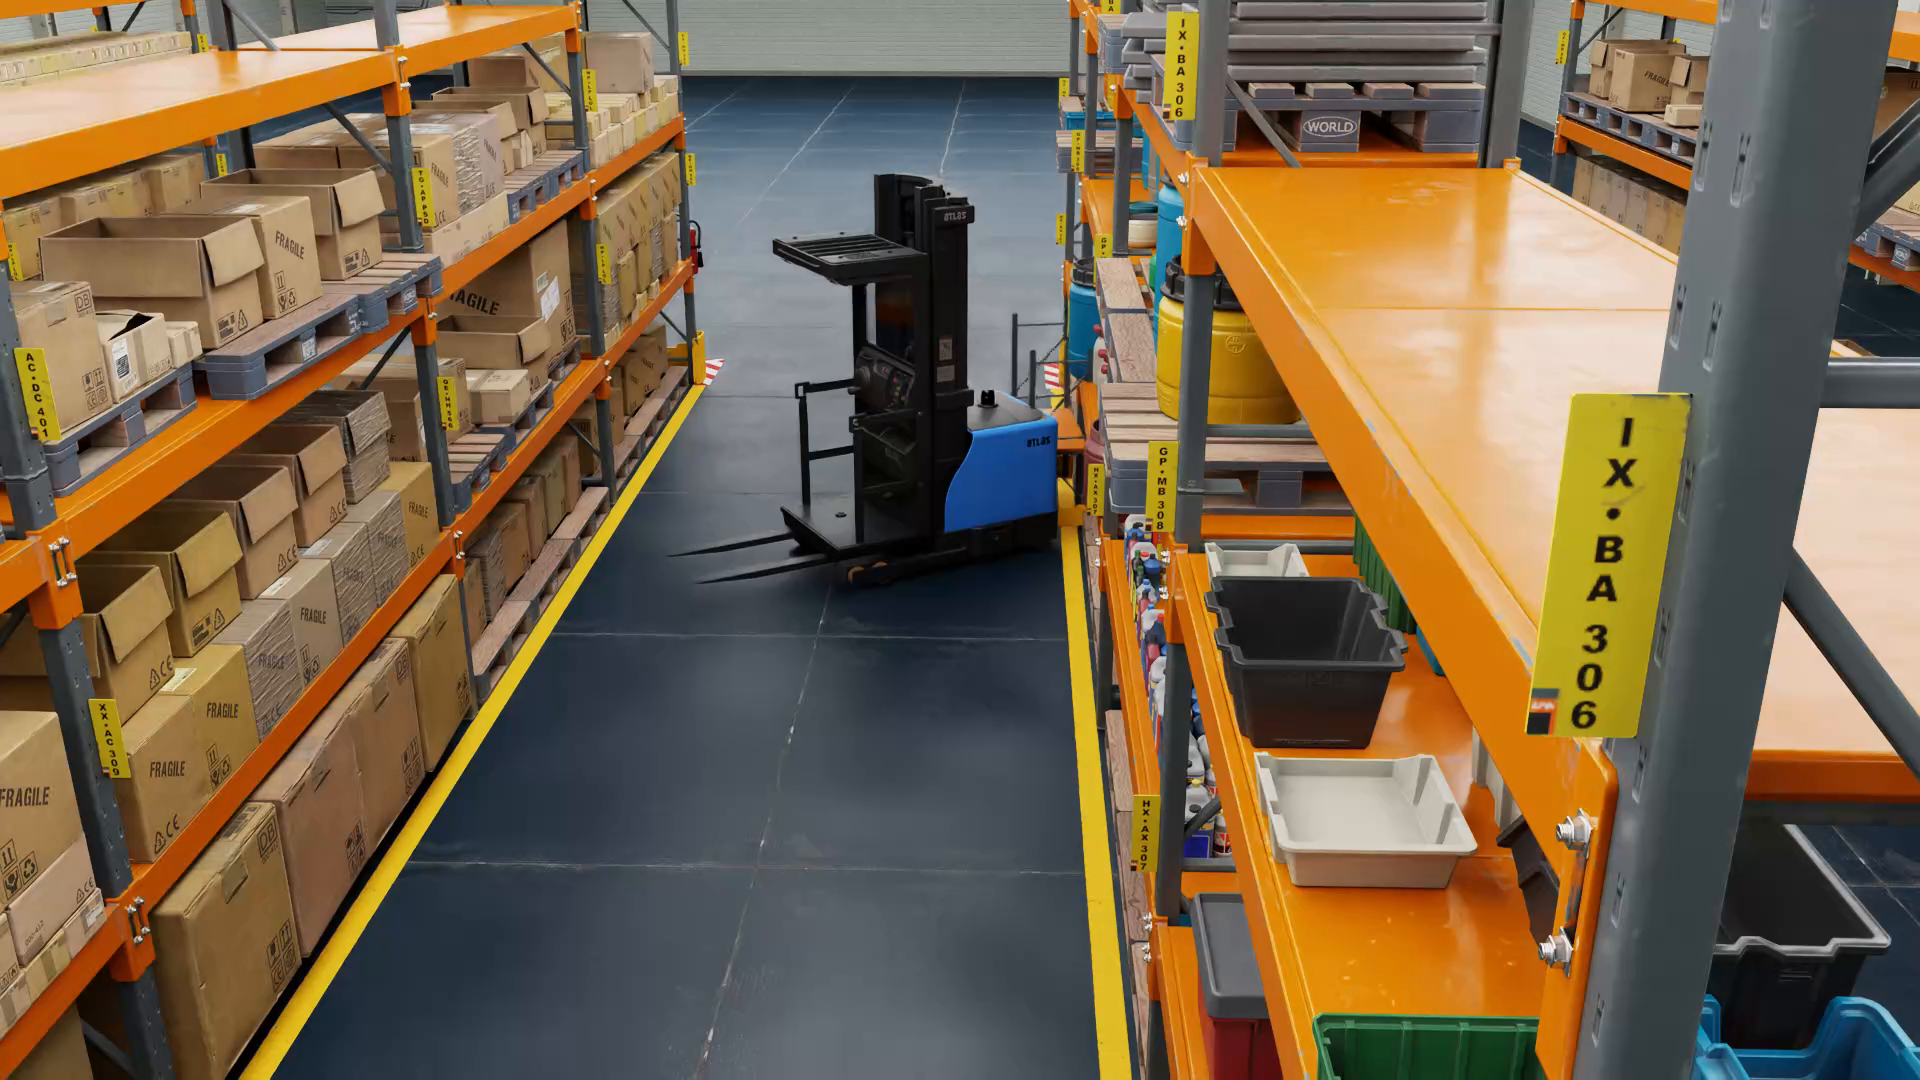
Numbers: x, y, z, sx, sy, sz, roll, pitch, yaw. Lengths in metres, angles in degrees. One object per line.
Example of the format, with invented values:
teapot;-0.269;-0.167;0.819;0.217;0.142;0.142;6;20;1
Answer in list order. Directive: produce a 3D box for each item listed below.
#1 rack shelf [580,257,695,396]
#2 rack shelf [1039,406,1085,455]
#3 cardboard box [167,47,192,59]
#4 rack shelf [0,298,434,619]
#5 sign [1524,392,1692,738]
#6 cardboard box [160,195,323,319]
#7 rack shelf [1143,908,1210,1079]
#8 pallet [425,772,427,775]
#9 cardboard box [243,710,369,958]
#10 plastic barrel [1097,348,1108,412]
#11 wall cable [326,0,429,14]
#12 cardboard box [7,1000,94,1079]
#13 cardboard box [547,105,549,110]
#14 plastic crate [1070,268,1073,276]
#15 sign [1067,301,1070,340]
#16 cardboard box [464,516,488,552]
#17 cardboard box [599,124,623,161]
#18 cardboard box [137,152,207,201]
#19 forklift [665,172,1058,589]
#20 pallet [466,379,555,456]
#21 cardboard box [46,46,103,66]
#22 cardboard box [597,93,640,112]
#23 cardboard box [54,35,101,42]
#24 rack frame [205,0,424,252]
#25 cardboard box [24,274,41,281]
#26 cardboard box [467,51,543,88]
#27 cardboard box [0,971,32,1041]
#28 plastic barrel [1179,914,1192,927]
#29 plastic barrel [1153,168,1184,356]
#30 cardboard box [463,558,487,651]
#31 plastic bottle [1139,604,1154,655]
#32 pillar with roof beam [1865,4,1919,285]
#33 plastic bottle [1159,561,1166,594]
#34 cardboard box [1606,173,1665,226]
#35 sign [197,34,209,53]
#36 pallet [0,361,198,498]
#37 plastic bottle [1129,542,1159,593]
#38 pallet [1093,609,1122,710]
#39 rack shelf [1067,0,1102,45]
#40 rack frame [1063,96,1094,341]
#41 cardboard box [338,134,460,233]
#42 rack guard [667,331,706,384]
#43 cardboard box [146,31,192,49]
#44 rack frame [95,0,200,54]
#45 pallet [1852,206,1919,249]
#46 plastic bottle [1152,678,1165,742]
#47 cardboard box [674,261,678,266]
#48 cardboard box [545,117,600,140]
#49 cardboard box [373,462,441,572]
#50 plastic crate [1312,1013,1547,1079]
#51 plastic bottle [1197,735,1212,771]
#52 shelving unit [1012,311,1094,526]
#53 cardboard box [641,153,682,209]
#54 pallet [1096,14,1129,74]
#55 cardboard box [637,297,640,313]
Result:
rack shelf;-3.407;-2.107;15.806;1.077;0.370;4.000;1;21;2
rack shelf;0.748;-0.854;13.863;0.538;0.185;1.000;-3;24;-6
cardboard box;-8.036;-4.786;16.647;0.500;0.250;0.500;1;21;2
rack shelf;-3.650;-0.613;7.809;1.077;0.370;4.000;1;21;2
sign;0.567;0.028;1.463;0.100;0.325;0.005;1;21;2
cardboard box;-3.474;-1.379;8.071;0.500;0.500;0.500;2;21;5
rack shelf;1.179;2.287;4.484;1.077;0.370;4.000;1;21;2
pallet;-3.689;1.312;9.857;1.003;0.211;1.213;1;21;2
cardboard box;-3.685;1.414;8.096;1.225;0.875;0.875;0;21;0
plastic barrel;1.212;-1.119;12.078;0.433;0.535;0.433;0;21;0
wall cable;-16.811;-16.333;47.475;3.097;2.526;0.112;1;21;2
cardboard box;-3.811;2.206;6.053;0.875;0.875;0.875;1;21;2
cardboard box;-3.744;-3.641;14.276;0.380;0.149;0.250;0;21;0
plastic crate;1.256;-2.668;16.622;0.298;0.136;0.250;1;21;2
sign;0.933;-1.804;13.648;0.100;0.325;0.005;1;21;2
cardboard box;-3.593;-0.097;11.442;0.500;0.250;0.500;3;21;8
cardboard box;-3.187;-3.399;14.202;0.500;0.250;0.500;0;21;1
cardboard box;-8.351;-3.696;17.207;0.875;0.550;0.550;1;21;2
forklift;-0.758;-1.216;12.610;3.031;2.935;1.130;-11;24;-27
pallet;-3.570;-0.899;11.966;1.003;0.211;1.213;1;21;2
cardboard box;-8.025;-4.383;15.059;0.380;0.149;0.250;1;21;1
cardboard box;-3.144;-4.007;15.218;0.380;0.149;0.250;0;21;-1
cardboard box;-8.645;-4.852;16.265;0.380;0.149;0.250;0;21;1
rack frame;-3.590;-3.070;9.000;1.000;3.000;0.127;1;21;2
cardboard box;-8.423;-2.014;14.364;0.875;0.550;0.550;1;21;2
cardboard box;-3.709;-3.701;13.534;0.500;0.500;0.500;0;21;0
cardboard box;-3.409;1.590;5.631;0.380;0.149;0.250;0;21;1
plastic barrel;1.295;1.558;7.687;0.600;0.901;0.708;1;21;2
plastic barrel;1.139;-1.219;7.103;0.600;0.901;0.708;1;21;2
cardboard box;-3.589;0.445;11.083;0.700;0.500;0.500;0;21;-1
plastic bottle;0.959;0.454;8.390;0.097;0.271;0.097;0;21;0
pillar with roof beam;8.230;-7.753;21.070;9.100;9.000;0.400;1;21;2
plastic bottle;1.136;0.189;9.169;0.097;0.201;0.097;0;21;0
cardboard box;6.502;-3.146;15.559;0.700;0.500;0.500;1;21;2
sign;-7.759;-5.020;17.058;0.100;0.325;0.005;1;21;2
pallet;-3.733;-0.468;6.705;0.805;0.209;1.217;0;21;-1
plastic bottle;1.011;0.160;9.142;0.152;0.276;0.135;1;21;2
pallet;1.423;0.802;11.170;1.003;0.211;1.213;1;21;2
rack shelf;1.544;-4.663;14.653;1.077;0.370;4.000;1;21;2
rack frame;1.604;-3.111;17.399;1.000;3.000;0.127;1;21;2
cardboard box;-3.318;-2.118;9.865;0.500;0.500;0.500;1;21;2
rack guard;-3.348;-1.972;17.921;1.175;0.500;0.348;1;21;2
cardboard box;-7.972;-5.026;16.716;0.380;0.149;0.250;1;21;2
rack frame;-8.301;-6.053;16.689;1.000;3.000;0.127;1;21;2
pallet;6.274;-2.123;10.969;1.003;0.211;1.213;2;21;4
plastic bottle;0.959;0.777;7.552;0.152;0.276;0.135;1;21;2
cardboard box;-3.149;-2.943;17.314;0.380;0.149;0.250;1;21;2
cardboard box;-3.150;-3.347;13.519;0.380;0.149;0.250;0;21;0
cardboard box;-3.357;-0.138;9.600;0.500;0.500;0.500;1;21;3
plastic crate;0.862;1.015;2.913;0.450;0.188;0.336;1;21;2
plastic bottle;1.084;0.917;7.088;0.144;0.351;0.185;1;21;2
shelving unit;0.748;-1.014;13.781;0.587;1.500;1.083;-3;24;-6
cardboard box;-3.116;-3.615;16.768;0.500;0.500;0.500;1;21;2
pallet;1.308;-2.480;8.295;1.213;0.211;1.003;1;21;2
cardboard box;-3.147;-2.128;15.215;0.380;0.149;0.250;1;21;2
